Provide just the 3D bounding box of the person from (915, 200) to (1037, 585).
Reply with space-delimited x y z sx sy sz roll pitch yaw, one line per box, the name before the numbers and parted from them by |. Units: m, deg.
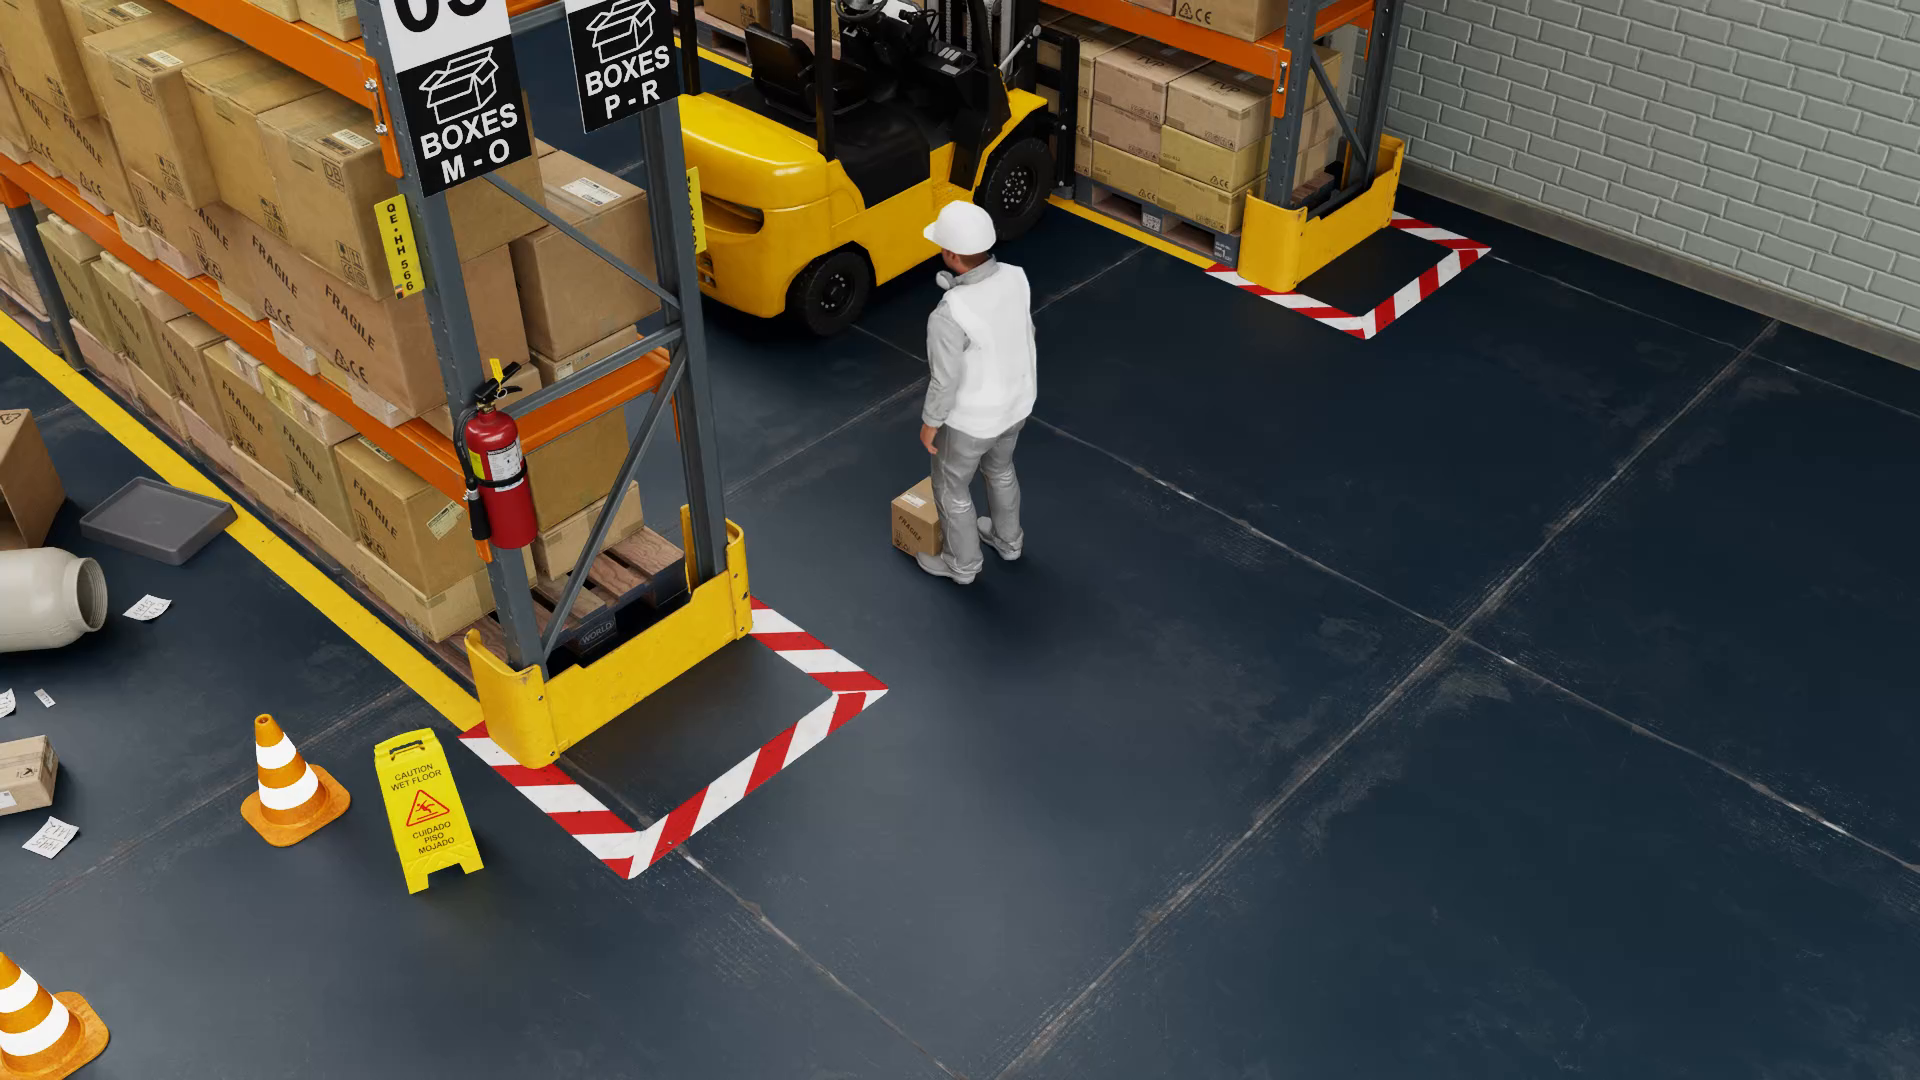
person | 0.069 -0.568 6.833 0.462 1.772 0.581 30 48 32
